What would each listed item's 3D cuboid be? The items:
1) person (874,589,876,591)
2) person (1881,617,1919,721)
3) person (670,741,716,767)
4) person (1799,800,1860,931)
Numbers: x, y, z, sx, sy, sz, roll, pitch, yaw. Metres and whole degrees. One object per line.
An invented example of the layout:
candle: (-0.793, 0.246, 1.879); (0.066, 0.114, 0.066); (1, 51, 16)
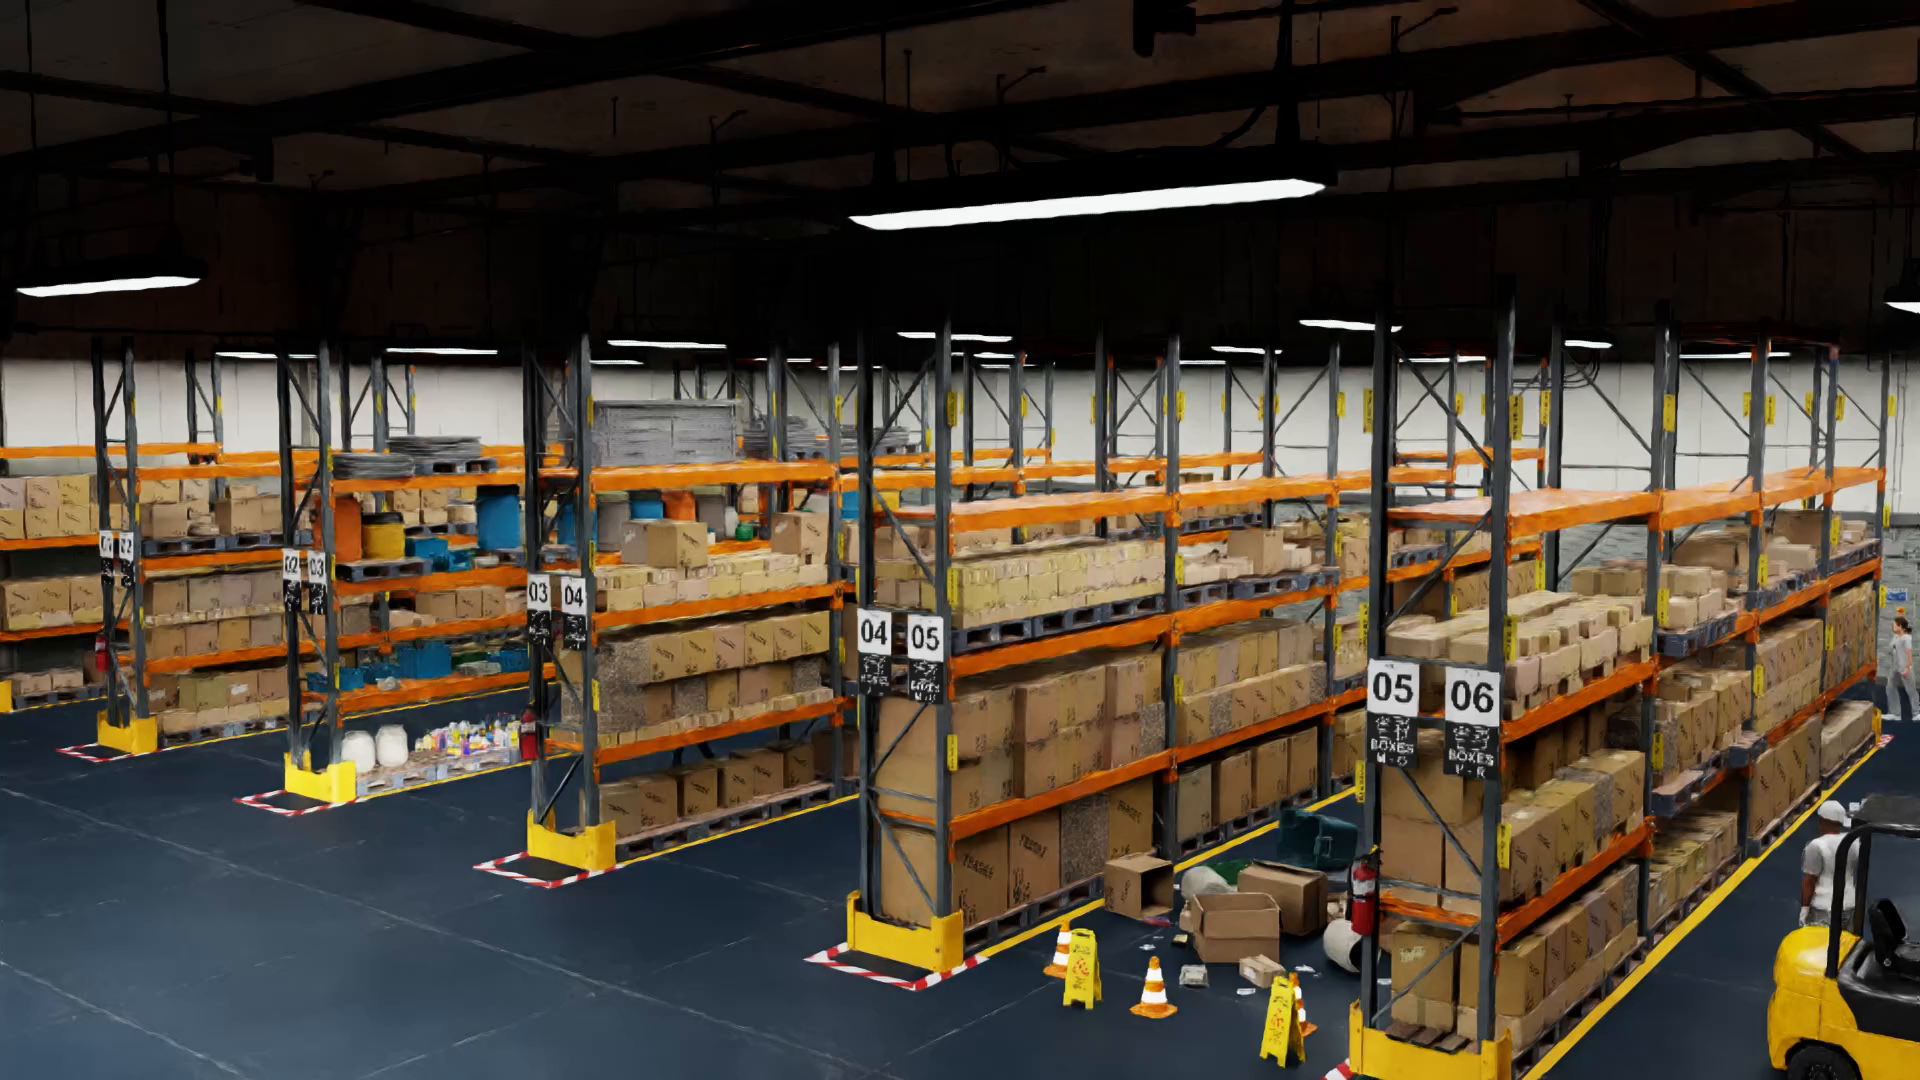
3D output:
person: (-1.913, 1.198, 35.280); (0.501, 1.790, 0.645); (5, 7, 44)
person: (15.007, 2.044, 26.422); (0.591, 1.661, 0.491); (0, 5, -4)
person: (-3.552, 2.484, 21.914); (0.416, 1.512, 1.027); (4, 6, 37)
person: (7.208, 3.049, 13.924); (0.616, 1.785, 0.494); (-2, 5, -23)
